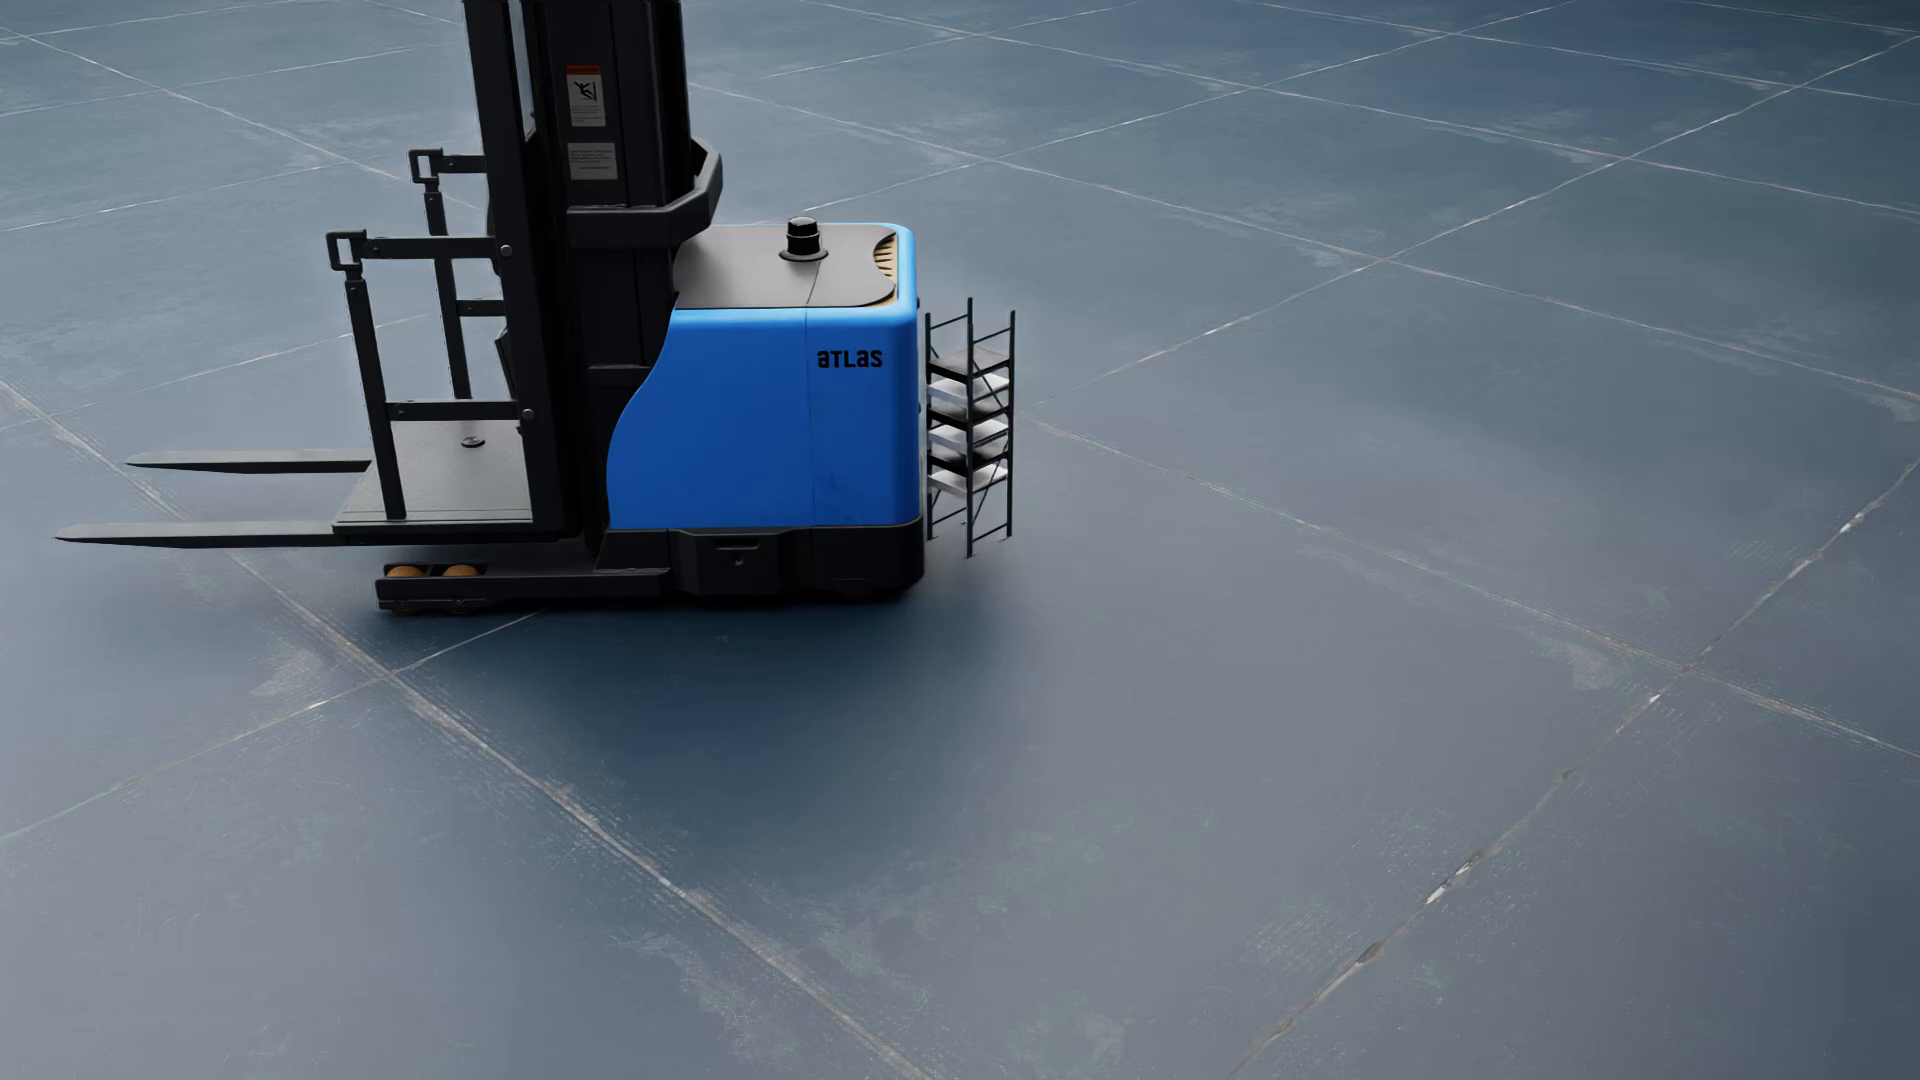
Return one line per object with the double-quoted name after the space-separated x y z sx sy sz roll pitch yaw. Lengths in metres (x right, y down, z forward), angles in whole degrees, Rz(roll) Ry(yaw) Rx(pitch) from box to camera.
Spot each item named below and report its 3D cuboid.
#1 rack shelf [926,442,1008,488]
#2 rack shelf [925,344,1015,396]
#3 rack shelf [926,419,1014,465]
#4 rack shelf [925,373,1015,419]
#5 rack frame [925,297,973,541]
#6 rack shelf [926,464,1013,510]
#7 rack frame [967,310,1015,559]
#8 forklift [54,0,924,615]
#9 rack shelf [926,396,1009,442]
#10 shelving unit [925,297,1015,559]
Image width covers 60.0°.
0.036 -0.294 6.107 0.200 0.077 0.258 23 36 37 "rack shelf"
0.036 -0.612 5.939 0.200 0.077 0.258 23 36 37 "rack shelf"
0.036 -0.374 6.065 0.200 0.077 0.258 23 36 37 "rack shelf"
0.036 -0.533 5.981 0.200 0.077 0.258 23 36 37 "rack shelf"
-0.038 -0.435 6.111 0.006 0.900 0.240 23 36 37 "rack frame"
0.036 -0.214 6.149 0.200 0.077 0.258 23 36 37 "rack shelf"
0.111 -0.371 5.988 0.006 0.900 0.240 23 36 37 "rack frame"
-1.656 -1.289 5.552 3.031 2.935 1.130 -1 28 -2 "forklift"
0.036 -0.453 6.023 0.200 0.077 0.258 23 36 37 "rack shelf"
0.036 -0.403 6.050 0.210 0.900 0.258 23 36 37 "shelving unit"
